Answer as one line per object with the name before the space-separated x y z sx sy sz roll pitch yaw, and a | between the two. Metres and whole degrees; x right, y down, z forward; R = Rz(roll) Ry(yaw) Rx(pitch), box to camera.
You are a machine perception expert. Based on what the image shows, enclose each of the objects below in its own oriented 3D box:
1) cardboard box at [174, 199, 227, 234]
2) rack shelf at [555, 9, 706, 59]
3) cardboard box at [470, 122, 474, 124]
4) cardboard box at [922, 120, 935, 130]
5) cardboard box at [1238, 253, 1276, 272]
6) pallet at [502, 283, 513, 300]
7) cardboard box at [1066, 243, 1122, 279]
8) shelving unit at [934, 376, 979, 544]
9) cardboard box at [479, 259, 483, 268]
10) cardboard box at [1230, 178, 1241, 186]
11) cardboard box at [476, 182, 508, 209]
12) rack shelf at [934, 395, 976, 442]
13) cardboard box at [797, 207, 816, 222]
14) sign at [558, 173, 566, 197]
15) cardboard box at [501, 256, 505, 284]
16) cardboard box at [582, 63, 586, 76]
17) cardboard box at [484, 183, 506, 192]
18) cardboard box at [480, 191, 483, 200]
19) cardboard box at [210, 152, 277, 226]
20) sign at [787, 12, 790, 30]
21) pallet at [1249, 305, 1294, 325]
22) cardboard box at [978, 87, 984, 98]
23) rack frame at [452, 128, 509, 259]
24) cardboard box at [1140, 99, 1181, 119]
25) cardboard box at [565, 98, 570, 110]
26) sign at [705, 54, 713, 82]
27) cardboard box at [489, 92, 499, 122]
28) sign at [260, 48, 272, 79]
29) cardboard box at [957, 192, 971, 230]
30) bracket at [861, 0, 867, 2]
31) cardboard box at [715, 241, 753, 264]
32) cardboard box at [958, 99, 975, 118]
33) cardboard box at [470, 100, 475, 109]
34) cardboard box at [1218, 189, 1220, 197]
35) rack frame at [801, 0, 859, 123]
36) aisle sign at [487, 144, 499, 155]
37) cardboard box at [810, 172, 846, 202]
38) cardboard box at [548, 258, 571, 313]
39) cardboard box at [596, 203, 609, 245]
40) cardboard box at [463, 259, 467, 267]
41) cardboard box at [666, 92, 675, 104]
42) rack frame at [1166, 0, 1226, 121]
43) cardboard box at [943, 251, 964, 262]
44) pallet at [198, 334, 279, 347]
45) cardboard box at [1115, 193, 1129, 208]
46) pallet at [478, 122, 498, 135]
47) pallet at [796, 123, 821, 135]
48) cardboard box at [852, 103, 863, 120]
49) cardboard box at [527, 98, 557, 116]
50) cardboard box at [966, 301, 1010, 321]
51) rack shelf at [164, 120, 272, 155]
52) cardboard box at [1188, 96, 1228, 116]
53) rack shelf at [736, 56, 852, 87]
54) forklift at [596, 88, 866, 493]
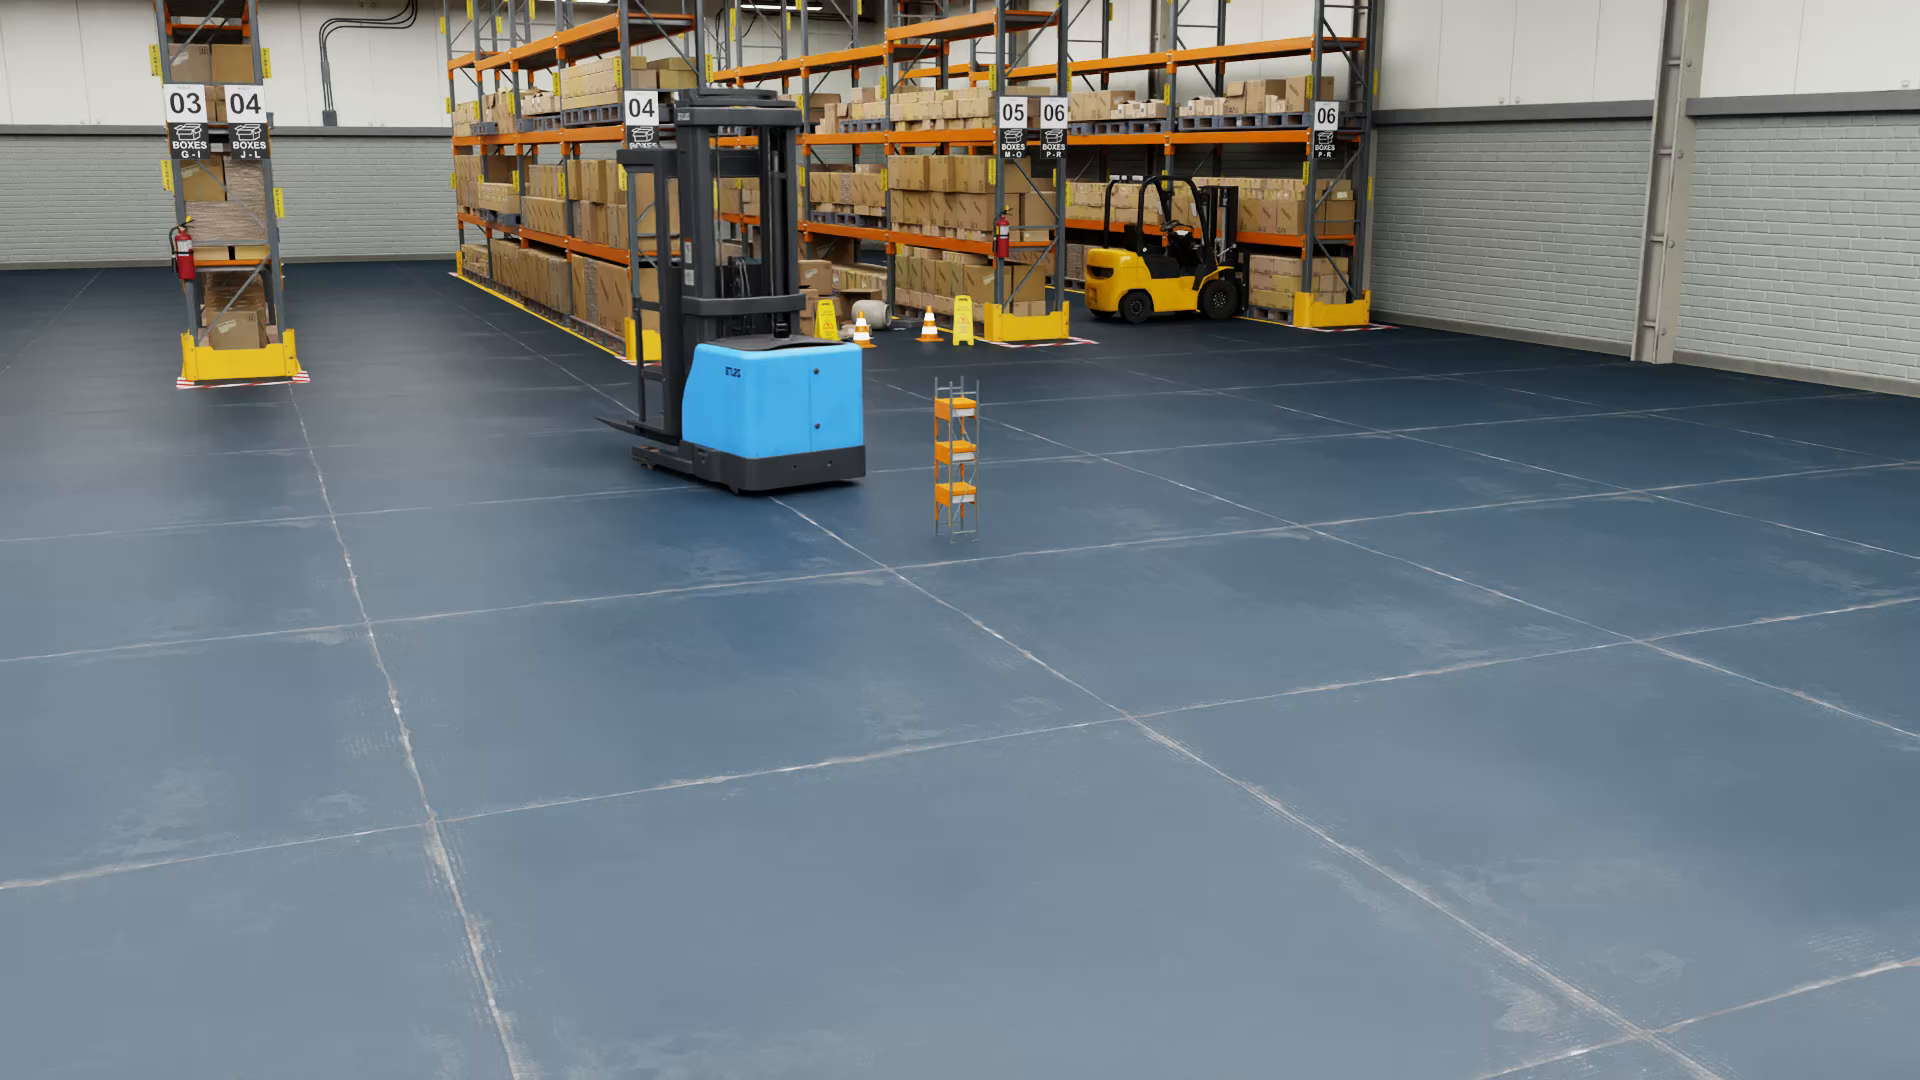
cardboard box | -8.642 -3.712 19.373 0.875 0.500 0.500 -6 14 -23
rack shelf | -4.352 -6.527 21.597 1.077 0.370 4.000 -6 14 -23
cardboard box | -8.992 -7.785 31.535 0.500 0.250 0.500 -6 14 -23
cardboard box | -0.322 -6.009 24.085 0.380 0.149 0.250 -6 14 -24
cardboard box | 4.599 -4.281 25.664 0.500 0.250 0.500 -5 14 -22
pallet | -7.552 -4.444 29.603 1.003 0.211 1.213 -6 14 -23
cardboard box | 2.523 -5.224 31.124 0.875 0.625 0.625 -5 14 -21
shelving unit | -0.021 -0.523 10.799 0.215 1.050 0.252 -6 14 -23
cardboard box | -9.019 -5.321 31.940 0.380 0.149 0.250 -6 14 -25
cardboard box | 4.449 -5.588 26.042 0.380 0.149 0.250 -6 14 -23
cardboard box | -8.811 -6.484 31.350 0.500 0.500 0.500 -6 14 -23
rack shelf | -0.021 -0.789 10.738 0.215 0.259 0.240 -6 14 -23
cardboard box | -2.701 -5.865 29.892 0.500 0.250 0.500 -6 14 -25
sign | -5.647 -5.037 23.590 0.100 0.325 0.005 -6 14 -23
cardboard box | -7.869 -4.810 29.611 0.500 0.500 0.500 -5 14 -22
cardboard box | -4.710 -6.123 21.658 0.380 0.149 0.250 -6 14 -23
cardboard box | -8.306 -6.303 29.756 0.380 0.149 0.250 -6 14 -24
cardboard box | -8.516 -6.267 30.259 0.380 0.149 0.250 -6 14 -24
cardboard box | -9.929 -4.809 22.736 1.000 1.000 1.000 -6 14 -23
sign | -3.371 -10.152 32.527 0.100 0.325 0.005 -6 14 -23
pallet | 5.146 -3.449 25.305 1.003 0.211 1.213 -6 14 -23
cardboard box | 0.470 -6.032 22.416 0.380 0.149 0.250 -5 14 -22
rack frame | -9.960 -7.042 34.644 1.000 3.000 0.127 -6 14 -23
cardboard box | 3.375 -7.279 28.059 0.500 0.311 0.500 -6 14 -25
cardboard box | -5.214 -5.996 22.876 0.380 0.149 0.250 -6 14 -23
sign | -3.040 -5.711 20.127 0.100 0.325 0.005 -6 14 -23
cardboard box | -7.860 -7.601 29.246 0.797 0.503 0.637 -6 14 -24
sign | -7.639 -5.246 18.291 0.100 0.325 0.005 -6 14 -23
cardboard box | 0.278 -4.589 23.165 0.500 0.500 0.500 -6 14 -23
bracket | -2.784 -13.905 43.009 0.076 0.066 5.218 -6 14 -23
cardboard box | -4.735 -6.151 35.544 0.875 0.438 0.875 -5 14 -21
cardboard box | 0.304 -5.924 22.835 0.500 0.250 0.500 -6 14 -24
cardboard box | -8.986 -8.182 31.257 0.380 0.149 0.250 -6 14 -23
cardboard box | 4.261 -5.488 26.269 0.380 0.149 0.250 -6 14 -25
rack frame | -2.261 -8.780 28.849 1.000 3.000 0.127 -6 14 -23
aisle sign | -9.715 -8.351 34.534 0.394 0.787 0.004 -6 14 -23
cardboard box | -2.293 -6.142 28.941 0.500 0.500 0.500 -6 14 -25
cardboard box | -5.485 -3.792 24.658 1.050 0.750 0.750 -6 14 -23
cardboard box | -4.341 -4.227 22.147 0.875 0.550 0.500 -6 14 -23
cardboard box | -10.044 -5.721 34.326 0.380 0.149 0.250 -5 14 -22
cardboard box | -3.395 -5.429 20.424 0.380 0.149 0.250 -6 14 -23
rack frame | 3.888 -8.403 27.218 1.000 3.000 0.127 -6 14 -23
cardboard box | -0.026 -4.069 23.865 0.380 0.149 0.250 -5 14 -21
pallet | -8.945 -2.389 20.725 1.003 0.211 1.213 -6 14 -23
cardboard box | 3.045 -5.941 29.109 0.500 0.250 0.500 -5 14 -22
pallet | -7.790 -7.234 29.239 1.213 0.211 1.003 -6 14 -23
pallet | -2.567 -7.355 29.762 1.213 0.211 1.003 -5 14 -20
cardboard box | -1.427 -6.942 26.960 0.500 0.250 0.500 -5 14 -22
cardboard box | -6.467 -6.758 25.944 0.500 0.250 0.500 -5 14 -21
cardboard box | 0.364 -3.217 23.284 0.500 0.250 0.500 -6 14 -23
rack shelf | -8.937 -4.833 20.044 1.077 0.370 4.000 -6 14 -23
cardboard box | 3.998 -6.957 26.670 0.500 0.311 0.500 -5 14 -22
rack shelf | -3.062 -8.648 30.760 1.077 0.370 4.000 -6 14 -23
forklift | -2.001 -2.049 13.224 1.130 2.935 3.031 -10 16 -36
